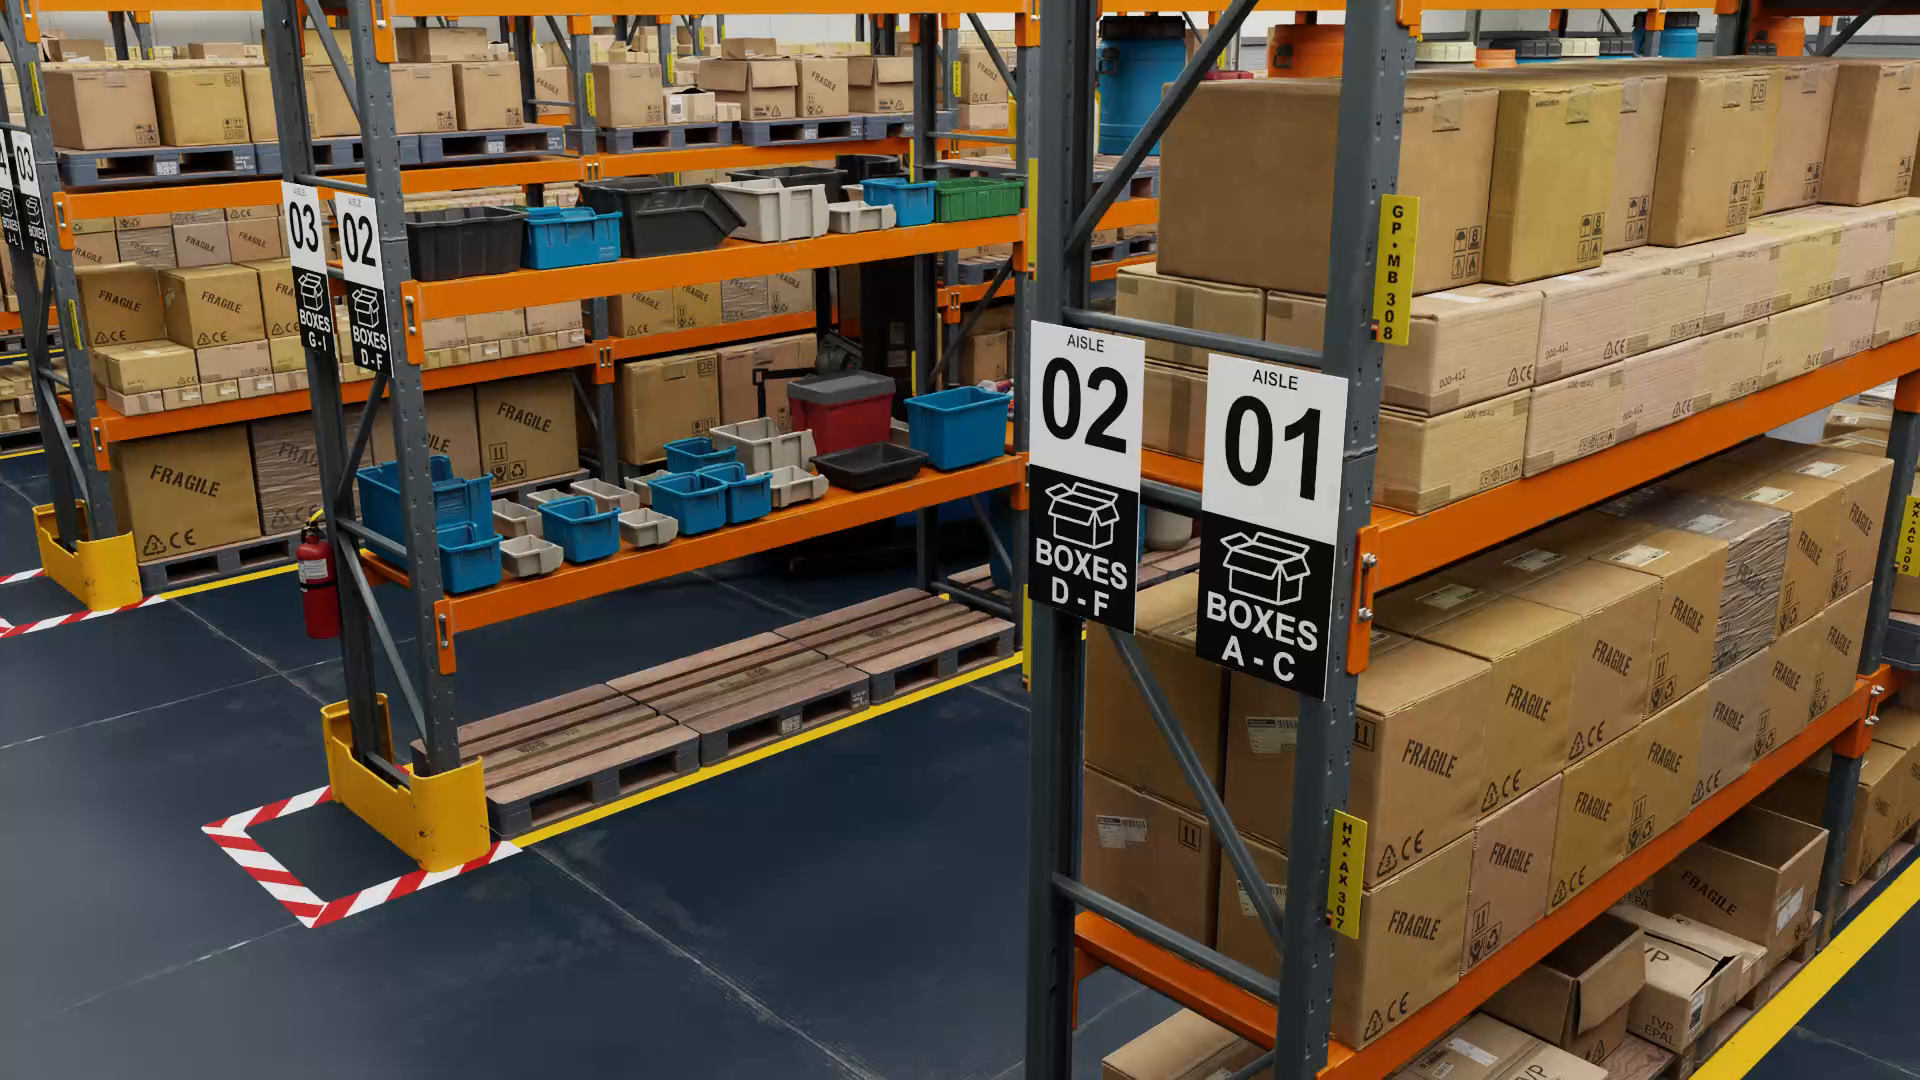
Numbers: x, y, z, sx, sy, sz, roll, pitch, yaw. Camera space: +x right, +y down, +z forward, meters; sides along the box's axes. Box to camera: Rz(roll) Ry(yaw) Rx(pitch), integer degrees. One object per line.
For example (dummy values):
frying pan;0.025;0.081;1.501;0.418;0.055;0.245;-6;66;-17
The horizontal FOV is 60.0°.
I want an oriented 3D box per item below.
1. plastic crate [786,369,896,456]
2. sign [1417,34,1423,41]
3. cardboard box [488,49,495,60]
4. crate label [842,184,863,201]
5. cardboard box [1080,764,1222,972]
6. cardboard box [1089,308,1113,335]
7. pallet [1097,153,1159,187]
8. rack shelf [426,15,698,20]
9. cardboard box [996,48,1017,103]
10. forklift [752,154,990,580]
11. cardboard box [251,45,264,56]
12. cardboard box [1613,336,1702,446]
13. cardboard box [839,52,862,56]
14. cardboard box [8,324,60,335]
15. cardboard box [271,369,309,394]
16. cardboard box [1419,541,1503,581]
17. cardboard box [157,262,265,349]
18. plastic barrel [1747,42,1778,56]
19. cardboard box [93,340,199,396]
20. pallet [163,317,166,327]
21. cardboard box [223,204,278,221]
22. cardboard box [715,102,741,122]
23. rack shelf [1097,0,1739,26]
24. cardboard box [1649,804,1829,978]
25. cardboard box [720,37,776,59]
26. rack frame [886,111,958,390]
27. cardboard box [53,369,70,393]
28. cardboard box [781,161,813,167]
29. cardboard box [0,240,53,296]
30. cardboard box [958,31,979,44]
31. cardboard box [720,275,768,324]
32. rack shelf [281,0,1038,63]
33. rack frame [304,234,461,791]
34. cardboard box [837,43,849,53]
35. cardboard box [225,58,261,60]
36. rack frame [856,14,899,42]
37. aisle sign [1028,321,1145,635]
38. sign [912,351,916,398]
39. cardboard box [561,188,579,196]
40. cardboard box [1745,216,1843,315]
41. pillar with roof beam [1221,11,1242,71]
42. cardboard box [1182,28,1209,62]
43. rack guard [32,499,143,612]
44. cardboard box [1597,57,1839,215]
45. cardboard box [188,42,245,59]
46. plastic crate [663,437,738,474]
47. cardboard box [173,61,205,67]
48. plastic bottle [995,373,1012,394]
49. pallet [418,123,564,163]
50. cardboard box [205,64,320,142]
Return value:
plastic crate;-0.728;-0.760;10.265;0.583;0.464;0.402;-16;24;-41
sign;5.776;-6.206;20.965;0.005;0.325;0.100;-16;24;-41
cardboard box;-5.432;-5.051;17.988;0.637;0.503;0.797;-17;24;-42
crate label;-0.461;-2.097;10.152;0.466;0.136;0.293;-16;24;-41
cardboard box;0.725;0.921;5.119;0.500;0.500;0.500;-15;23;-39
cardboard box;1.276;-2.319;18.613;0.700;0.500;0.500;15;23;39
pallet;1.417;-2.600;11.584;1.213;0.211;1.003;-16;24;-41
rack shelf;-5.759;-7.758;24.136;4.000;0.370;1.077;-16;24;-41
cardboard box;0.485;-4.653;16.635;0.500;0.500;0.500;-16;24;-40
forklift;-1.081;-1.291;12.214;3.031;2.935;1.130;-7;19;-21
cardboard box;-10.936;-7.640;25.935;0.380;0.149;0.250;17;25;42
cardboard box;1.869;-0.493;5.020;0.500;0.250;0.500;-16;24;-41
cardboard box;-1.962;-7.933;27.485;0.500;0.250;0.500;-17;24;-42
cardboard box;-11.299;-2.847;20.376;0.875;0.438;0.875;17;25;42
cardboard box;-4.987;-1.197;12.219;0.250;0.149;0.380;-17;24;-42
cardboard box;1.461;0.227;5.638;0.500;0.500;0.500;-15;24;-39
cardboard box;-5.319;-1.671;11.819;0.500;0.500;0.500;-17;25;-42
plastic barrel;8.071;-4.823;17.148;0.600;0.588;0.600;0;18;0
cardboard box;-5.682;-1.208;11.608;0.500;0.250;0.500;-17;25;-42
pallet;-10.725;-2.695;20.955;1.213;0.211;1.003;-16;24;-41
cardboard box;-7.172;-3.471;16.561;0.500;0.500;0.500;17;25;42
cardboard box;-2.125;-3.733;14.499;0.380;0.149;0.250;17;24;42
rack shelf;2.040;-1.810;5.147;4.000;0.370;1.077;-16;24;-41
cardboard box;3.274;1.441;7.017;0.500;0.500;0.500;-16;24;-41
cardboard box;-2.667;-6.078;20.998;0.500;0.500;0.500;-16;24;-41
rack frame;-0.404;-2.792;16.732;0.127;3.000;1.000;-16;24;-41
cardboard box;-8.548;-1.501;15.728;0.250;0.149;0.380;-16;24;-41
cardboard box;-2.296;-4.866;21.346;0.500;0.500;0.700;-17;24;-41
cardboard box;-8.664;-2.571;15.406;0.500;0.500;0.500;-16;24;-41
cardboard box;0.035;-6.815;22.549;0.250;0.149;0.380;-17;24;-41
cardboard box;-2.076;-2.246;14.886;0.500;0.500;0.500;-17;25;-42
rack shelf;-1.361;-2.732;8.635;4.000;0.370;1.077;-16;24;-41
rack frame;-2.814;0.013;8.080;0.127;3.000;1.000;-16;24;-41
cardboard box;-2.049;-8.110;27.387;0.250;0.149;0.380;-16;24;-40
cardboard box;-7.243;-4.803;16.856;0.380;0.149;0.250;17;24;41
rack frame;-1.400;-9.562;27.885;0.127;3.000;1.000;-16;24;-41
aisle sign;0.327;-0.167;4.420;0.004;0.787;0.394;-16;24;-41
sign;-0.284;-1.090;11.033;0.005;0.325;0.100;-16;24;-41
cardboard box;-4.345;-3.916;18.961;0.250;0.149;0.380;-15;23;-39
cardboard box;2.596;-0.942;5.597;0.500;0.250;0.500;-16;24;-41
pillar with roof beam;10.099;-13.577;40.270;0.400;9.000;9.100;-16;24;-41
cardboard box;2.654;-5.646;19.216;0.500;0.500;0.500;17;25;42
rack guard;-6.234;0.097;11.873;0.348;0.500;1.175;-16;24;-41
cardboard box;2.705;-1.488;6.063;0.500;0.500;0.700;-16;24;-41
cardboard box;-9.279;-5.961;20.800;0.500;0.500;0.500;-17;24;-42
plastic crate;-1.498;-0.428;9.616;0.300;0.233;0.416;-16;24;-41
cardboard box;-7.436;-4.510;15.954;0.380;0.149;0.250;17;24;42
plastic bottle;0.294;-0.994;11.376;0.133;0.283;0.061;-16;24;-41
pallet;-3.912;-3.158;13.141;1.213;0.211;1.003;-16;24;-41
cardboard box;-5.042;-3.153;11.978;0.700;0.500;0.500;16;24;40
